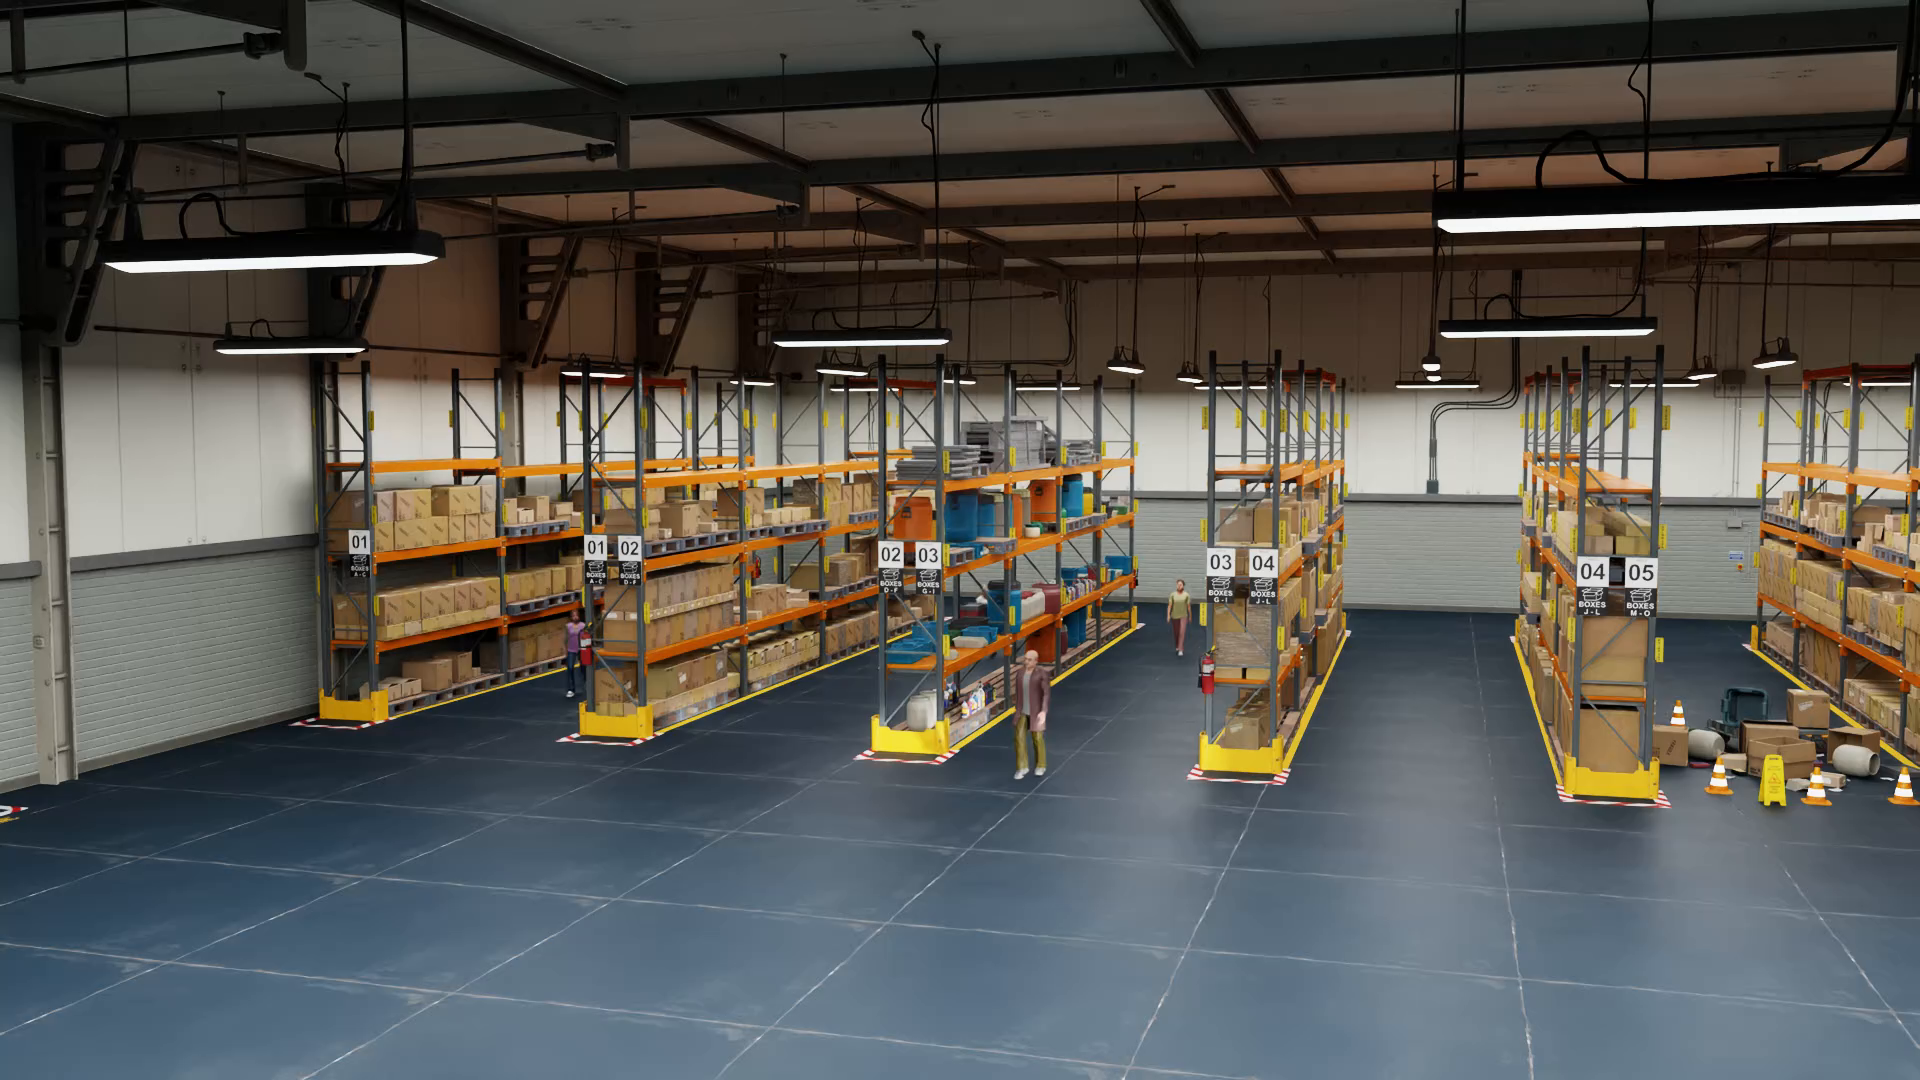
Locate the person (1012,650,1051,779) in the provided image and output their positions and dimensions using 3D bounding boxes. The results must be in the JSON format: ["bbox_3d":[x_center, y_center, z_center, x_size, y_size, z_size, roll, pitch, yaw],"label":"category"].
[{"bbox_3d":[1.008,2.466,23.391,0.643,1.849,0.609,3,5,33],"label":"person"}]

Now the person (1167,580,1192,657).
[{"bbox_3d":[4.683,1.648,35.514,0.497,1.612,1.082,1,4,13],"label":"person"}]

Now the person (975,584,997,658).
[{"bbox_3d":[0.609,1.708,34.974,0.583,1.602,0.741,2,5,28],"label":"person"}]

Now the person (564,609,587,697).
[{"bbox_3d":[-6.972,2.086,30.353,0.497,1.455,0.899,0,4,1],"label":"person"}]
